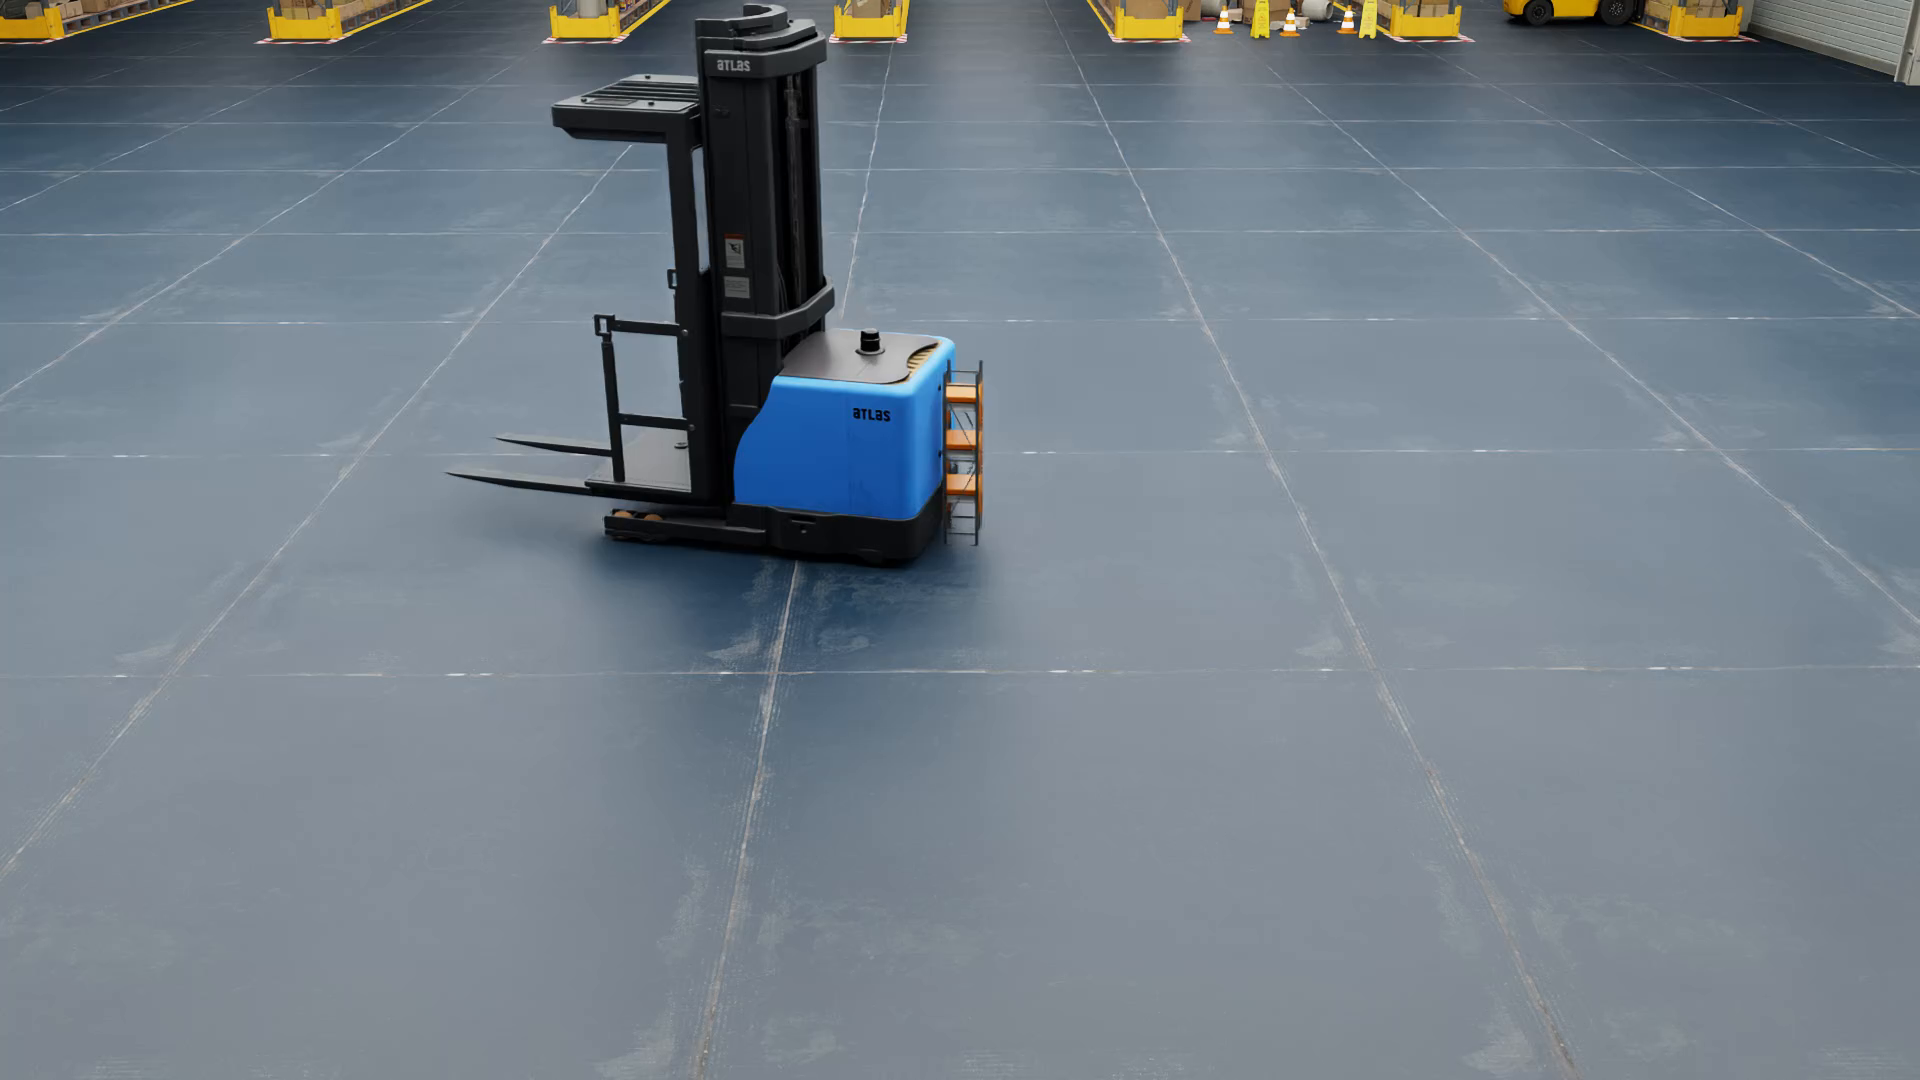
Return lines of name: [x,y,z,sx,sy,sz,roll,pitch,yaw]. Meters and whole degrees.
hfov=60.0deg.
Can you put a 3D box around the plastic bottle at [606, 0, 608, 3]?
plastic bottle: [-6.889,-10.590,32.205,0.144,0.351,0.185,0,24,-1]

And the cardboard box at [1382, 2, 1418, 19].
cardboard box: [8.001,-9.629,30.227,0.500,0.250,0.500,0,24,-1]

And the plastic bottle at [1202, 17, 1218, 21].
plastic bottle: [4.729,-9.859,31.474,0.283,0.061,0.133,-9,26,-19]

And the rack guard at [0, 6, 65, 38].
rack guard: [-16.491,-9.130,29.330,1.175,0.500,0.348,0,24,-1]

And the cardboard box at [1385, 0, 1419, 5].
cardboard box: [8.009,-9.958,30.044,0.500,0.500,0.500,0,24,0]

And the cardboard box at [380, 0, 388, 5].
cardboard box: [-11.361,-10.452,32.046,0.500,0.250,0.500,0,24,-1]

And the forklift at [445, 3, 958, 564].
forklift: [-1.587,-1.517,9.548,3.031,2.935,1.130,6,25,14]

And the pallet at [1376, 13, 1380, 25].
pallet: [8.294,-9.946,31.485,1.003,0.211,1.213,0,24,-1]

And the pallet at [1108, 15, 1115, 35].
pallet: [3.243,-9.343,30.153,1.003,0.211,1.213,0,24,-1]

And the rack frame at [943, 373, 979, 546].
rack frame: [0.005,-0.448,9.466,0.200,1.050,0.008,2,24,5]

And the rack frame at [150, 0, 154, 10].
rack frame: [-16.533,-11.886,32.390,1.000,3.000,0.127,0,24,-1]

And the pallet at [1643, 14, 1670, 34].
pallet: [13.192,-9.417,30.315,1.003,0.211,1.213,0,24,-1]

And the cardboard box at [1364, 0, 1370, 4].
cardboard box: [7.997,-10.253,31.606,0.500,0.250,0.500,-1,24,-1]

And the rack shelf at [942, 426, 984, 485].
rack shelf: [0.018,-0.488,9.581,0.215,0.259,0.240,2,24,5]

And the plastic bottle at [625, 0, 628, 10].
plastic bottle: [-6.276,-10.087,31.174,0.061,0.283,0.133,0,24,0]

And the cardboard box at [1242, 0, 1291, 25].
cardboard box: [5.728,-9.924,31.081,0.797,0.503,0.637,-19,31,-36]

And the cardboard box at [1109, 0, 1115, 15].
cardboard box: [3.245,-10.150,30.620,0.875,0.875,0.875,-1,24,-1]

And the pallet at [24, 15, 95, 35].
pallet: [-16.464,-9.333,30.130,1.003,0.211,1.213,0,24,-1]

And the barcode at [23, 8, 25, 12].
barcode: [-16.807,-9.508,29.851,0.001,0.075,0.075,0,24,-1]

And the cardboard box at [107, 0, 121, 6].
cardboard box: [-16.482,-10.520,31.869,0.500,0.500,0.500,-2,24,-5]

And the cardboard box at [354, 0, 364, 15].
cardboard box: [-11.334,-9.834,30.680,0.500,0.250,0.500,0,24,-1]

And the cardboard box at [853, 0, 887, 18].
cardboard box: [-1.621,-9.614,29.891,0.500,0.500,0.500,4,25,9]

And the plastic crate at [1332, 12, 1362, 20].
plastic crate: [7.432,-10.016,31.799,0.402,0.080,0.583,-9,26,-19]

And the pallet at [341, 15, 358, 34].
pallet: [-11.587,-9.306,30.069,1.003,0.211,1.213,0,24,-1]

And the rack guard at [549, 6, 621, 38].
rack guard: [-6.631,-9.174,29.428,1.175,0.500,0.348,0,24,-1]

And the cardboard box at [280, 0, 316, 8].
cardboard box: [-11.840,-9.761,29.609,0.500,0.500,0.500,0,24,-1]

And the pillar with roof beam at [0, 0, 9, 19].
pillar with roof beam: [-13.058,-13.275,28.181,9.100,9.000,0.400,0,24,-1]

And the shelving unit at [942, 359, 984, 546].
shelving unit: [0.018,-0.498,9.576,0.215,1.050,0.252,2,24,5]

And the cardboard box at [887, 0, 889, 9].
cardboard box: [-1.611,-10.348,31.514,0.500,0.500,0.500,-2,24,-5]

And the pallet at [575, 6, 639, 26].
pallet: [-6.645,-9.879,31.336,1.003,0.211,1.213,0,24,-1]

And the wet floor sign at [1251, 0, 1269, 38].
wet floor sign: [5.310,-9.209,29.329,0.267,0.644,0.232,-4,25,-10]

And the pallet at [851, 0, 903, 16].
pallet: [-1.632,-10.405,32.500,1.003,0.211,1.213,0,24,-1]

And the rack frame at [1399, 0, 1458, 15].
rack frame: [8.279,-10.349,28.991,1.000,3.000,0.127,0,24,-1]

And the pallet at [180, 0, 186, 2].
pallet: [-16.560,-11.440,34.788,1.003,0.211,1.213,0,24,-1]

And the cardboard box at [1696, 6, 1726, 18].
cardboard box: [13.432,-9.514,29.974,0.500,0.250,0.500,0,24,0]

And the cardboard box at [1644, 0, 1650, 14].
cardboard box: [12.929,-9.914,30.858,0.500,0.250,0.500,0,24,0]

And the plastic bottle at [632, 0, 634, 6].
plastic bottle: [-6.328,-10.346,31.758,0.152,0.276,0.135,0,24,0]

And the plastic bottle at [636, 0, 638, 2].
plastic bottle: [-6.330,-10.580,32.185,0.144,0.351,0.185,-1,24,-3]

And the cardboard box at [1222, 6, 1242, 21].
cardboard box: [5.147,-9.987,31.510,0.396,0.266,0.258,4,25,9]

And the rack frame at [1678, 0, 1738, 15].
rack frame: [13.242,-10.373,29.044,1.000,3.000,0.127,0,24,-1]

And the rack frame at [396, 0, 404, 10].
rack frame: [-11.580,-11.909,32.442,1.000,3.000,0.127,0,24,-1]

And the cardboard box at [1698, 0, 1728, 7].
cardboard box: [13.445,-9.734,29.852,0.500,0.250,0.500,0,24,0]

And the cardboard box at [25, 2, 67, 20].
cardboard box: [-16.407,-9.498,29.840,0.500,0.311,0.500,-3,25,-7]
